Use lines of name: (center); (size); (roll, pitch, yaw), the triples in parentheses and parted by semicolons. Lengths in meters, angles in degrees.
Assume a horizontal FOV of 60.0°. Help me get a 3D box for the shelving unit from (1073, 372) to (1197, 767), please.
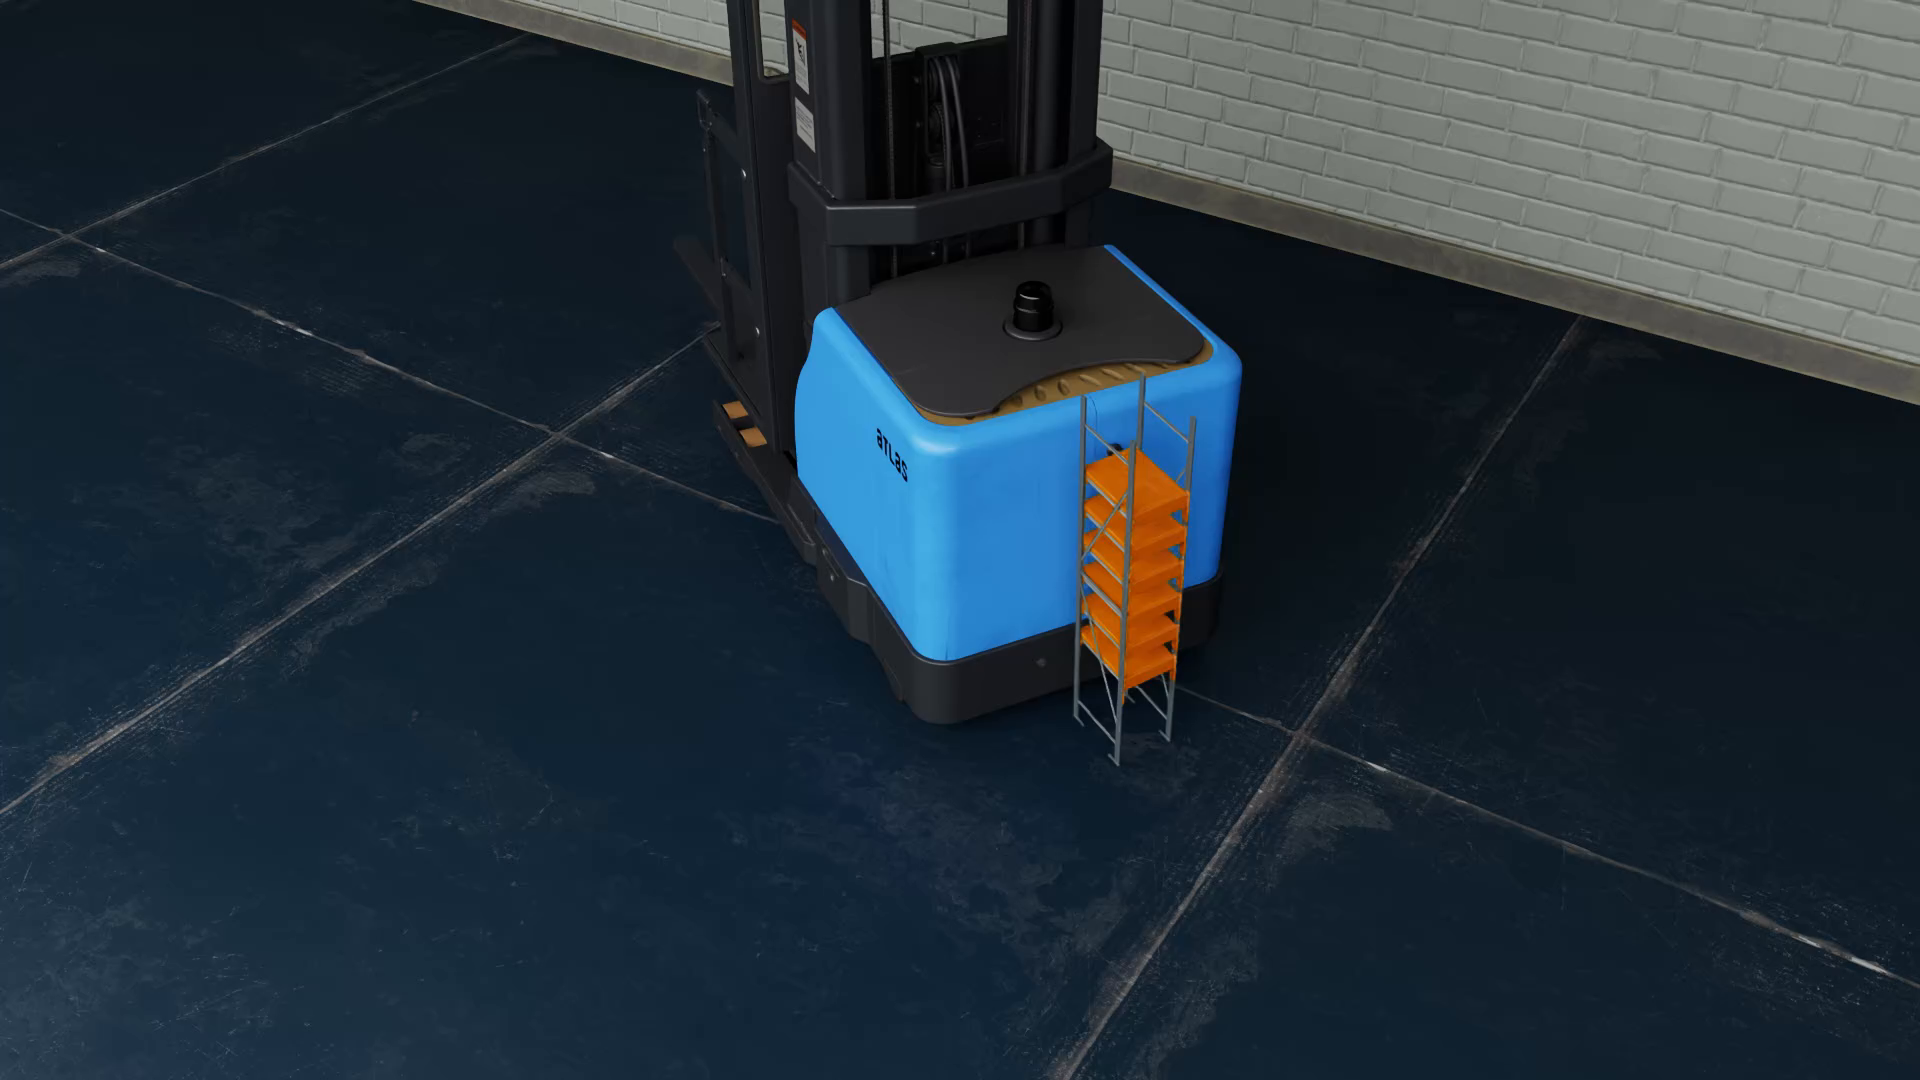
shelving unit: (0.468, 0.114, 4.604); (0.189, 1.200, 0.258); (-22, 45, -21)

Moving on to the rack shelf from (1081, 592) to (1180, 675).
rack shelf: (0.473, 0.238, 4.712); (0.180, 0.103, 0.258); (-22, 45, -21)

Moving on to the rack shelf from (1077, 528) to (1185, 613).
rack shelf: (0.466, 0.057, 4.554); (0.180, 0.103, 0.258); (-22, 45, -21)

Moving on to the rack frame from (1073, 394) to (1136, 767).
rack frame: (0.389, 0.146, 4.570); (0.006, 1.200, 0.240); (-22, 45, -21)

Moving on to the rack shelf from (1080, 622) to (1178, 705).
rack shelf: (0.477, 0.329, 4.791); (0.180, 0.103, 0.258); (-22, 45, -21)

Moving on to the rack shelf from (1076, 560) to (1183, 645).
rack shelf: (0.470, 0.148, 4.633); (0.180, 0.103, 0.258); (-22, 45, -21)

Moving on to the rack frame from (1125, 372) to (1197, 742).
rack frame: (0.547, 0.082, 4.637); (0.006, 1.200, 0.240); (-22, 45, -21)

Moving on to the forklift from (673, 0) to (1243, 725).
forklift: (-0.266, -1.508, 5.306); (1.130, 2.935, 3.031); (-16, 40, -20)

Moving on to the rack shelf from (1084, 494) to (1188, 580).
rack shelf: (0.463, -0.033, 4.475); (0.180, 0.103, 0.258); (-22, 45, -21)

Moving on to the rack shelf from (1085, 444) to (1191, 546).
rack shelf: (0.459, -0.124, 4.397); (0.180, 0.103, 0.258); (-22, 45, -21)
